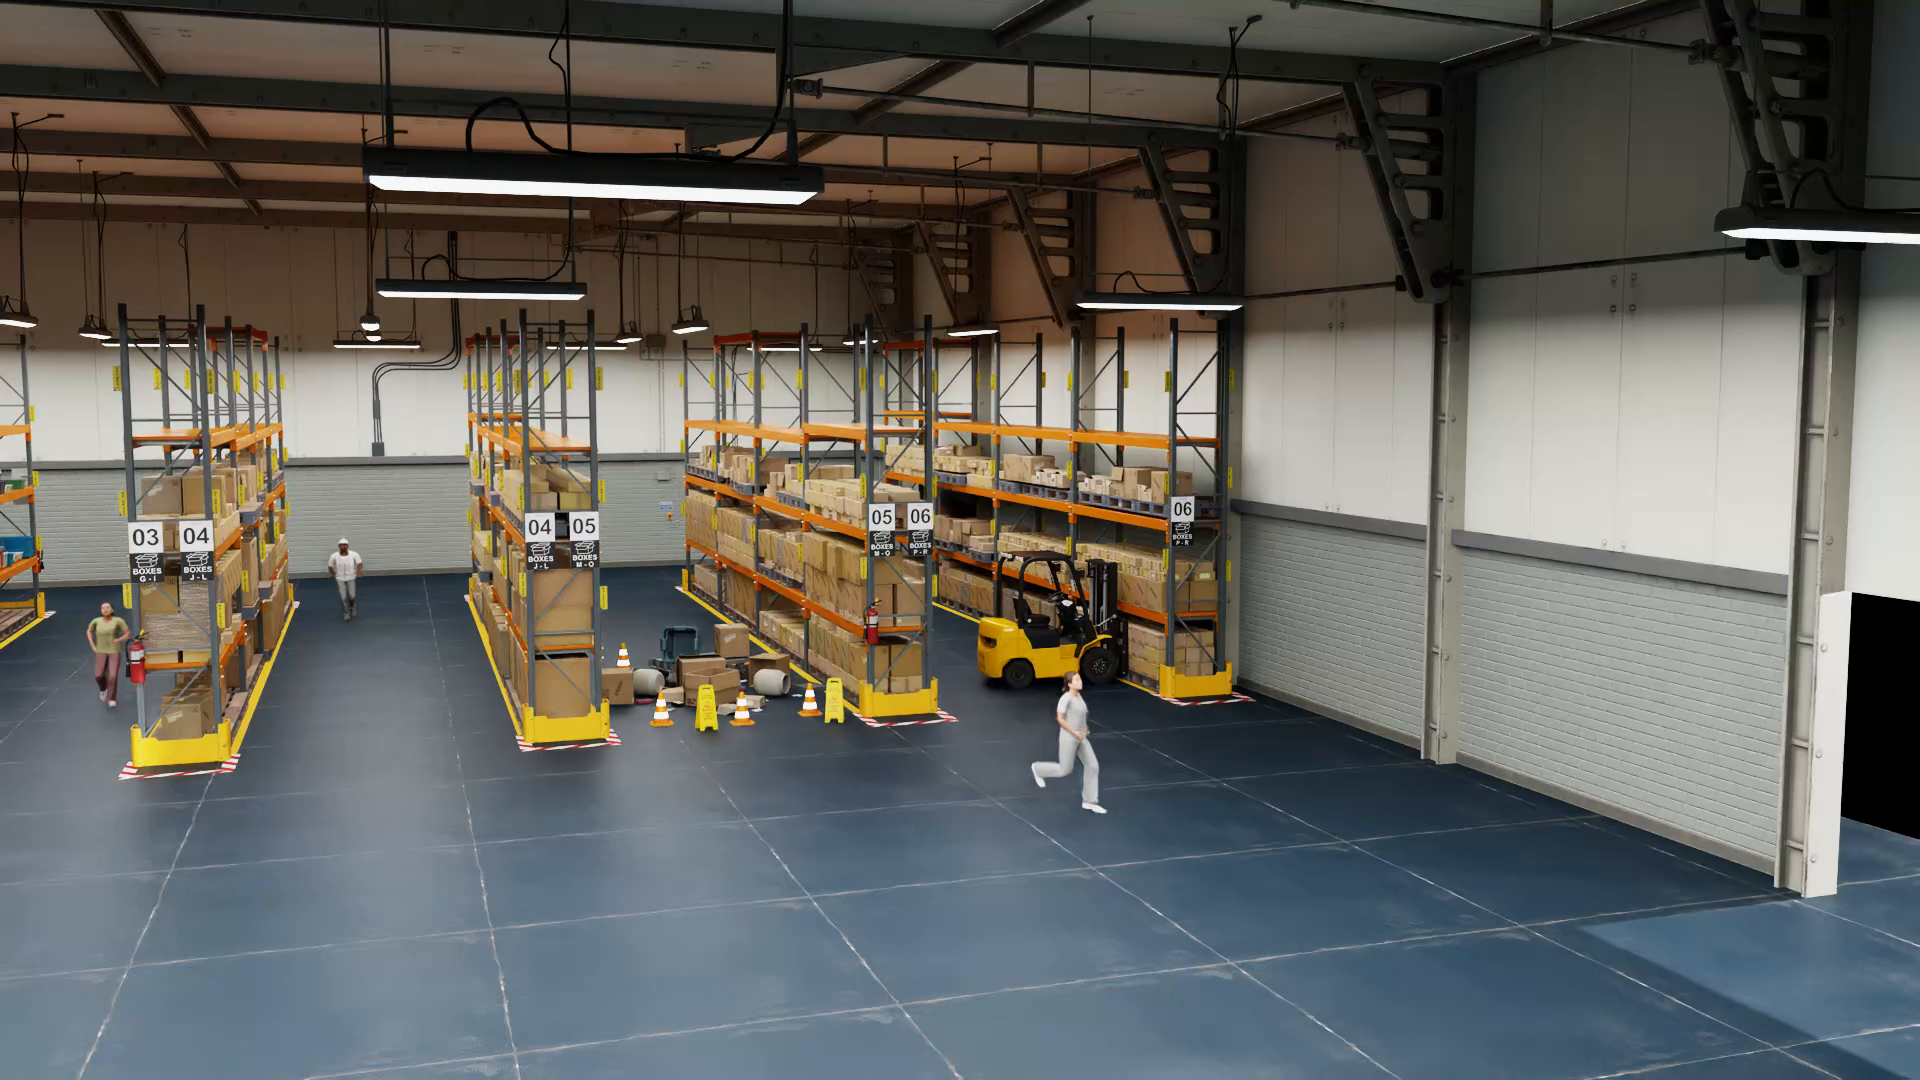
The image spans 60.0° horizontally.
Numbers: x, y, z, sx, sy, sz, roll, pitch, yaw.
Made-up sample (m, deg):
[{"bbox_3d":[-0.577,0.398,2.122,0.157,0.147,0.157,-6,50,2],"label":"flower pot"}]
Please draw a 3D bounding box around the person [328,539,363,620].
[{"bbox_3d":[-12.888,0.830,34.884,0.674,1.721,0.569,-2,6,-18],"label":"person"}]

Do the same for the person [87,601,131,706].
[{"bbox_3d":[-13.122,1.757,25.629,0.624,1.638,0.514,-2,6,-18],"label":"person"}]

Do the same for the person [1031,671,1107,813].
[{"bbox_3d":[1.294,2.356,19.584,0.994,1.652,0.548,4,7,38],"label":"person"}]

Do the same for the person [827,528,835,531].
[{"bbox_3d":[-2.864,0.417,36.039,0.736,1.813,0.842,-2,6,-22],"label":"person"}]
